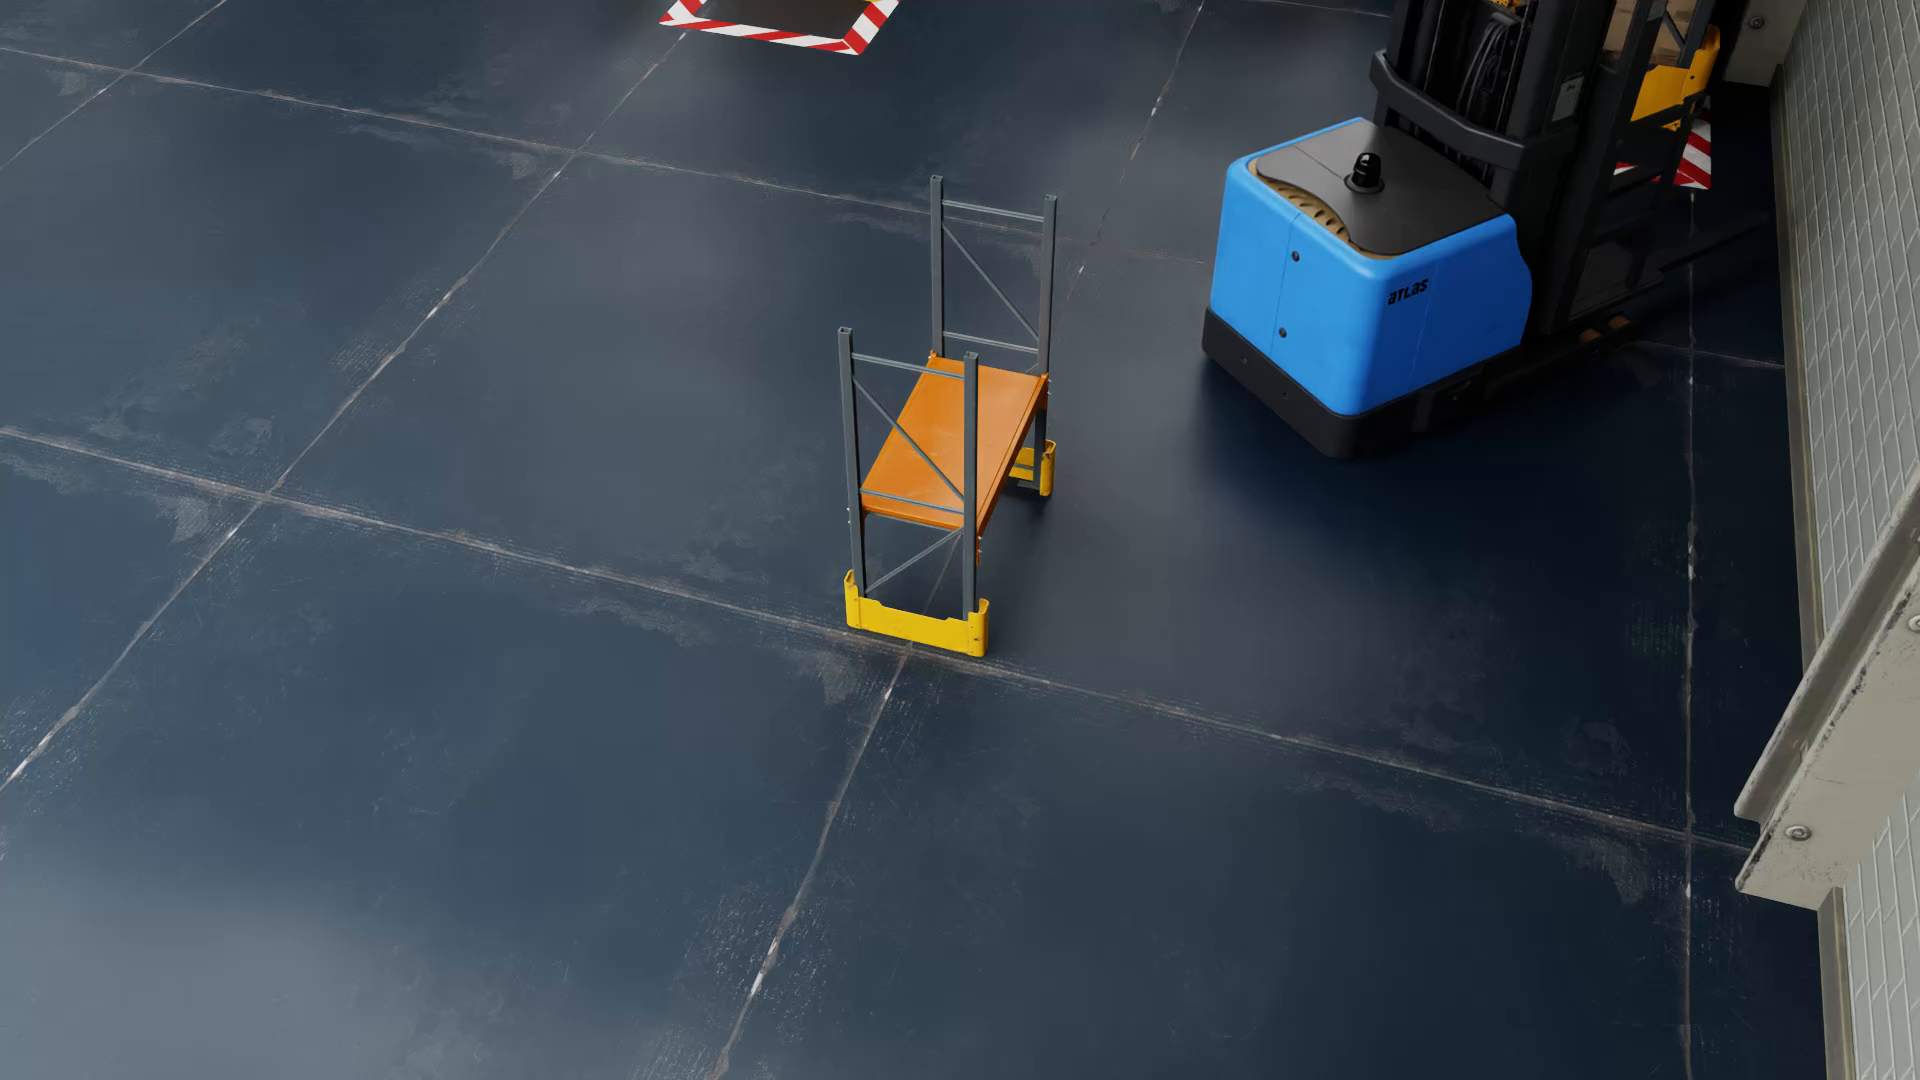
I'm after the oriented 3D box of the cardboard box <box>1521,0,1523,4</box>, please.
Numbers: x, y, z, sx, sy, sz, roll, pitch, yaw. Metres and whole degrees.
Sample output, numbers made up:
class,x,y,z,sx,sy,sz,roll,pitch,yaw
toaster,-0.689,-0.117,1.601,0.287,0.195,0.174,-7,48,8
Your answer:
class,x,y,z,sx,sy,sz,roll,pitch,yaw
cardboard box,3.540,-3.205,9.946,0.500,0.250,0.500,13,46,13

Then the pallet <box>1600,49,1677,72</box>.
class,x,y,z,sx,sy,sz,roll,pitch,yaw
pallet,3.890,-3.180,10.247,1.003,0.211,1.213,13,46,13

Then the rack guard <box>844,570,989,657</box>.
class,x,y,z,sx,sy,sz,roll,pitch,yaw
rack guard,-0.174,0.293,6.670,0.587,0.250,0.087,13,46,13

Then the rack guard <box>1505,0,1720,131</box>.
class,x,y,z,sx,sy,sz,roll,pitch,yaw
rack guard,3.691,-2.748,9.600,1.175,0.500,0.348,13,46,13

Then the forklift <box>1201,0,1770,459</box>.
class,x,y,z,sx,sy,sz,roll,pitch,yaw
forklift,2.688,-2.192,7.294,3.031,2.935,1.130,-23,49,-22

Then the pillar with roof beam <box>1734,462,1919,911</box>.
class,x,y,z,sx,sy,sz,roll,pitch,yaw
pillar with roof beam,-1.152,-2.988,3.768,9.100,9.000,0.400,13,46,13

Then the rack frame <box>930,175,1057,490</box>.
class,x,y,z,sx,sy,sz,roll,pitch,yaw
rack frame,0.128,-0.818,6.913,0.500,1.500,0.032,13,46,13

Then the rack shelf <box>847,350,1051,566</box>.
class,x,y,z,sx,sy,sz,roll,pitch,yaw
rack shelf,-0.026,-0.351,6.692,0.538,0.185,1.000,13,46,13

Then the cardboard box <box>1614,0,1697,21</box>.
class,x,y,z,sx,sy,sz,roll,pitch,yaw
cardboard box,4.039,-3.273,9.658,0.500,0.250,0.500,13,46,13

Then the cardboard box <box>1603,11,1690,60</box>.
class,x,y,z,sx,sy,sz,roll,pitch,yaw
cardboard box,4.034,-3.111,9.849,0.500,0.250,0.500,13,46,13

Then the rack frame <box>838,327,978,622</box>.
class,x,y,z,sx,sy,sz,roll,pitch,yaw
rack frame,-0.180,-0.140,6.220,0.500,1.500,0.032,13,46,13

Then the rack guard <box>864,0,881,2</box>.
class,x,y,z,sx,sy,sz,roll,pitch,yaw
rack guard,-1.010,-3.864,10.740,1.175,0.500,0.348,13,46,13

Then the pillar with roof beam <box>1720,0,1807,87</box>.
class,x,y,z,sx,sy,sz,roll,pitch,yaw
pillar with roof beam,0.665,-6.987,7.855,9.100,9.000,0.400,13,46,13

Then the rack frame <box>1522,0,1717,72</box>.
class,x,y,z,sx,sy,sz,roll,pitch,yaw
rack frame,3.698,-3.658,8.742,1.000,3.000,0.127,13,46,13

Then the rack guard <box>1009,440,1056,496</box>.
class,x,y,z,sx,sy,sz,roll,pitch,yaw
rack guard,0.128,-0.370,7.349,0.587,0.250,0.087,13,46,13

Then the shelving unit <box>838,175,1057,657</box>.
class,x,y,z,sx,sy,sz,roll,pitch,yaw
shelving unit,-0.023,-0.485,6.573,0.587,1.500,1.083,13,46,13
